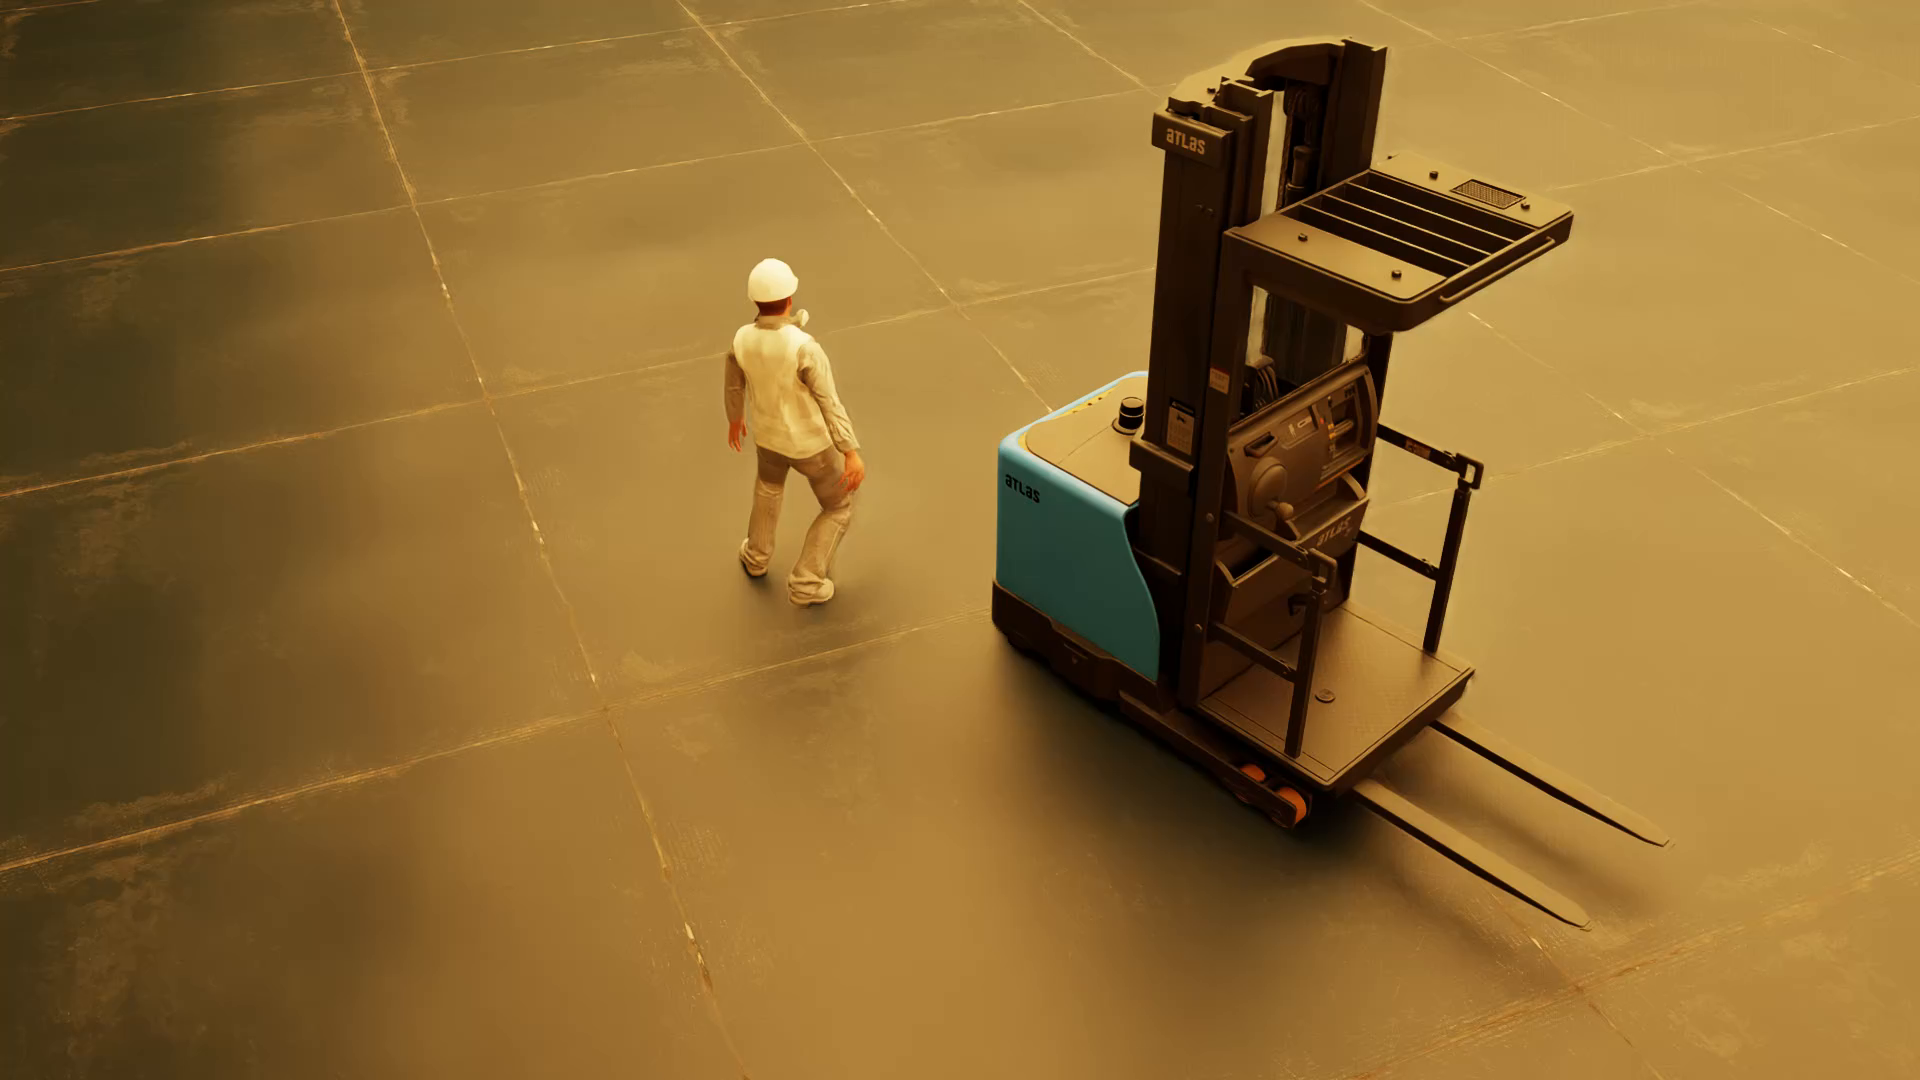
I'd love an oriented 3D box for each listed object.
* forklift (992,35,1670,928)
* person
[{"bbox_3d":[1.530,-0.336,6.571,1.130,2.935,3.031,-29,44,-34],"label":"forklift"},{"bbox_3d":[-0.795,-0.484,7.856,0.873,1.699,0.486,22,41,28],"label":"person"}]
